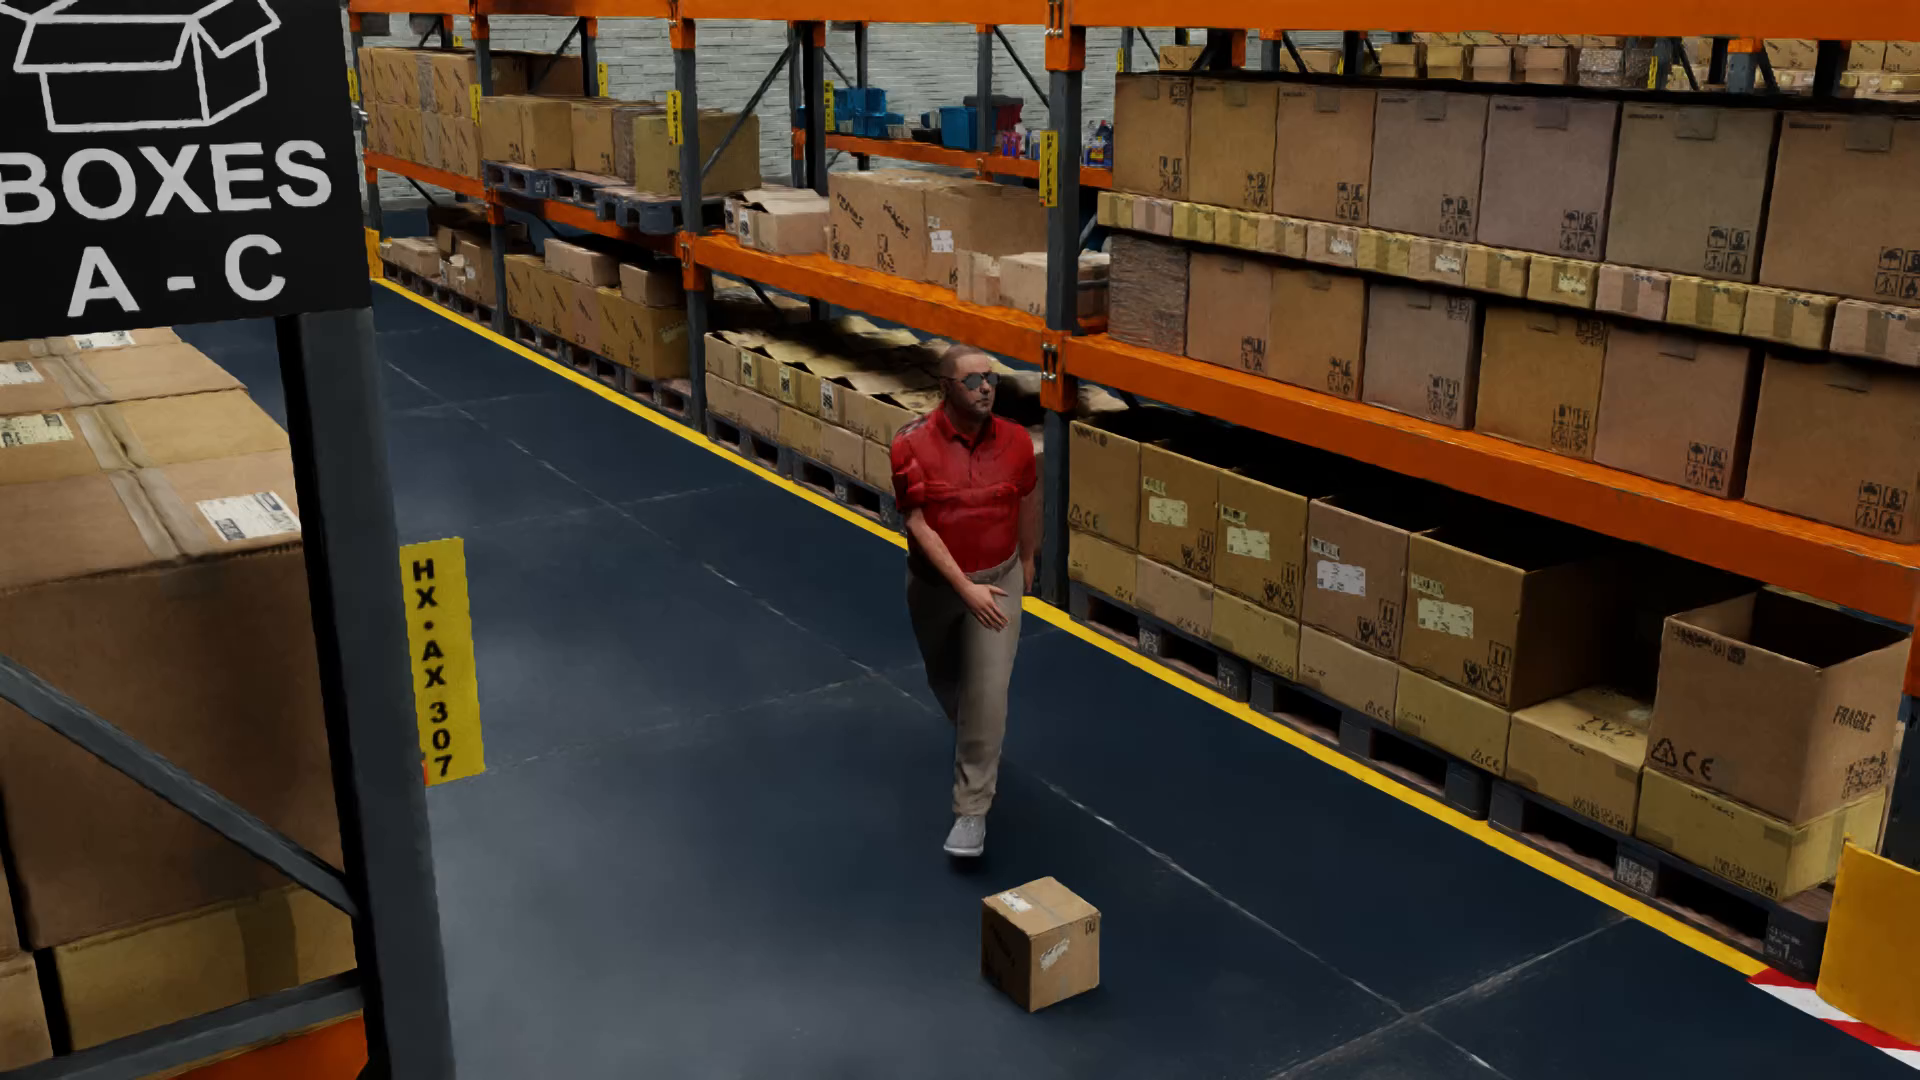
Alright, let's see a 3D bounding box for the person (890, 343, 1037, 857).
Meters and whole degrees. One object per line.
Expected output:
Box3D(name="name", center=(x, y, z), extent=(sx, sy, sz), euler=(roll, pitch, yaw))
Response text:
Box3D(name="person", center=(0.025, 0.144, 5.693), extent=(0.519, 1.673, 1.022), euler=(-1, 18, -2))
